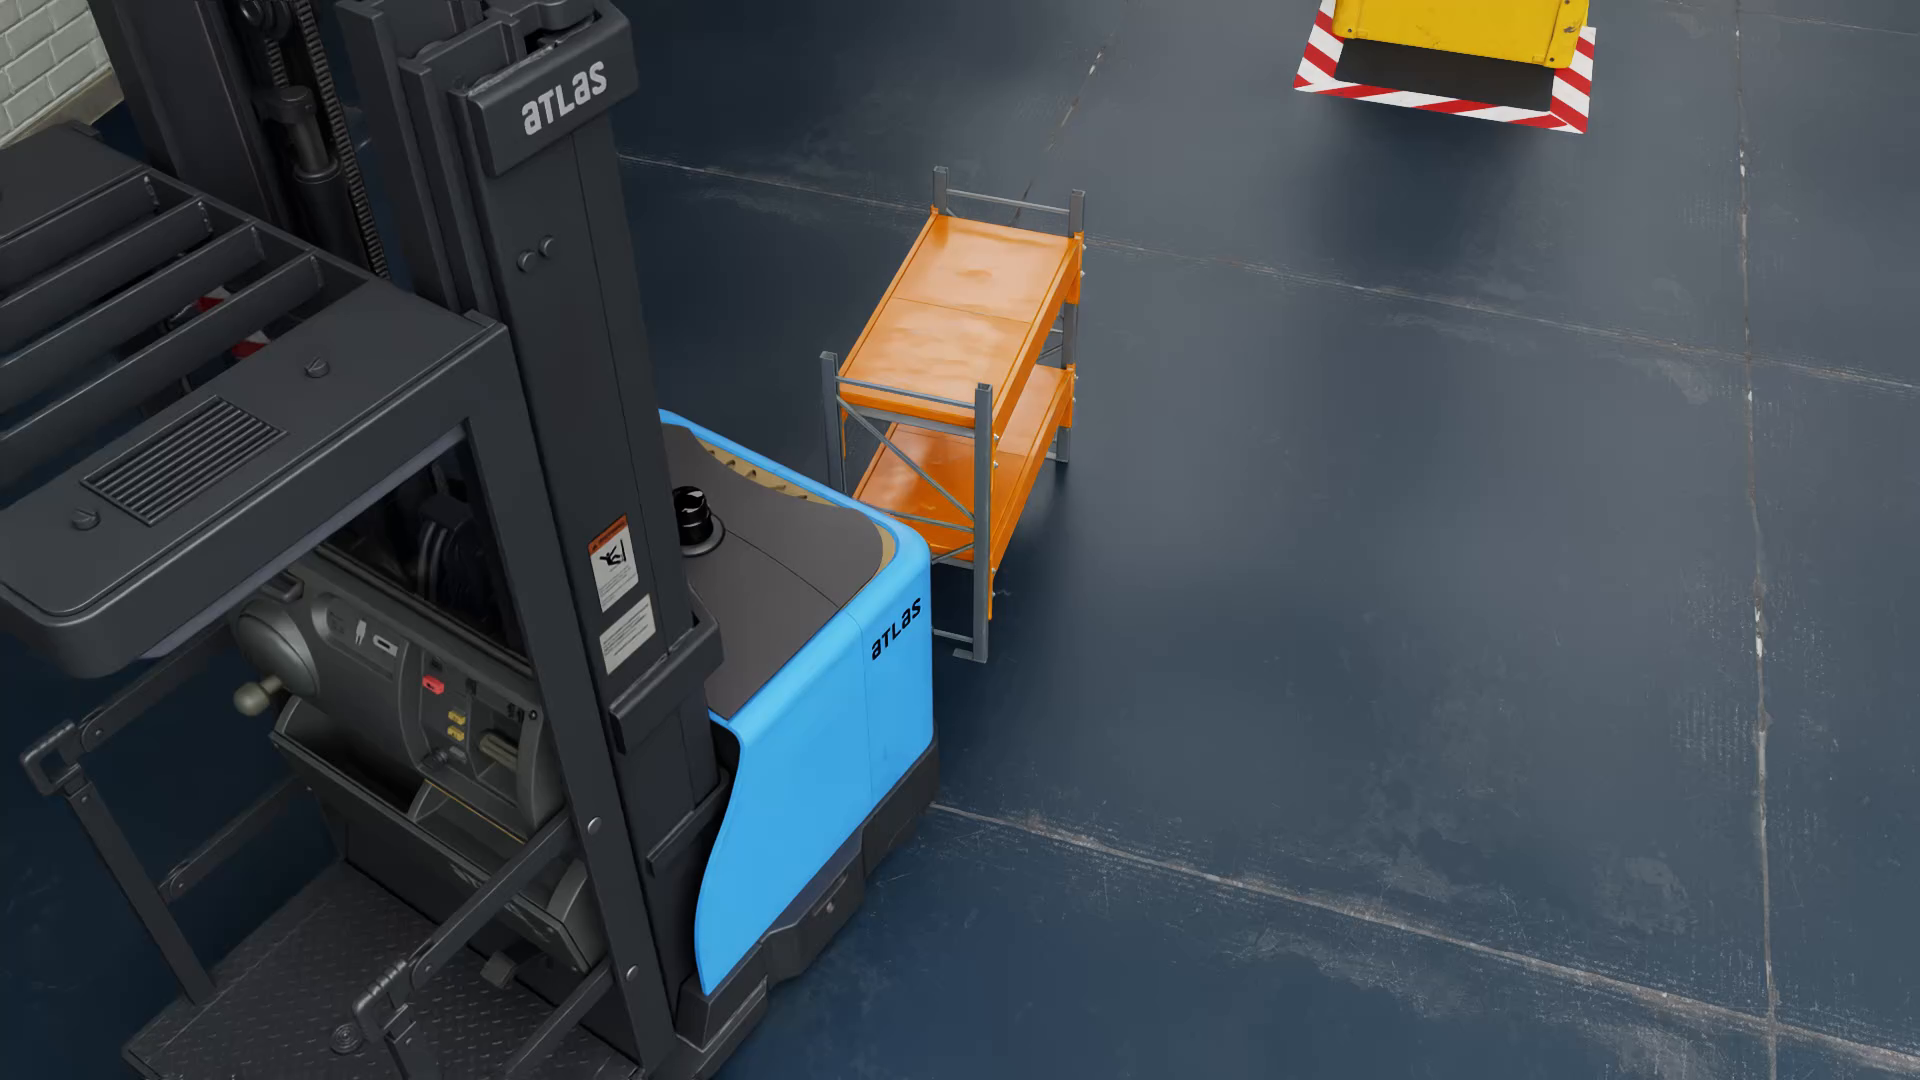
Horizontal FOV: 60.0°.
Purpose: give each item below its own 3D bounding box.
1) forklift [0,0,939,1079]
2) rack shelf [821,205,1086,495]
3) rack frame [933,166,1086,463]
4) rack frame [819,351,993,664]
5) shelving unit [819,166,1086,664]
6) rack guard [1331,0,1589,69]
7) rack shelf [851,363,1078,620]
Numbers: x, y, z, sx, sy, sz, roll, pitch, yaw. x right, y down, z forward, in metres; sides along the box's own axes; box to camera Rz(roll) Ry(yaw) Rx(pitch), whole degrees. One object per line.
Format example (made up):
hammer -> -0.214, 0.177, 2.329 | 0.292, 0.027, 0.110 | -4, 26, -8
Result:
forklift -> -1.307, 0.372, 3.274 | 1.130, 2.935, 3.031 | 26, 50, 24
rack shelf -> 0.002, -0.616, 5.156 | 0.538, 0.278, 1.000 | 13, 46, 13
rack frame -> 0.156, -0.745, 5.707 | 0.500, 1.125, 0.032 | 13, 46, 13
rack frame -> -0.152, -0.068, 5.015 | 0.500, 1.125, 0.032 | 13, 46, 13
shelving unit -> 0.002, -0.407, 5.361 | 0.538, 1.125, 1.048 | 13, 46, 13
rack guard -> 2.461, -2.700, 8.152 | 1.175, 0.500, 0.348 | 13, 46, 13
rack shelf -> 0.002, -0.232, 5.532 | 0.538, 0.278, 1.000 | 13, 46, 13
